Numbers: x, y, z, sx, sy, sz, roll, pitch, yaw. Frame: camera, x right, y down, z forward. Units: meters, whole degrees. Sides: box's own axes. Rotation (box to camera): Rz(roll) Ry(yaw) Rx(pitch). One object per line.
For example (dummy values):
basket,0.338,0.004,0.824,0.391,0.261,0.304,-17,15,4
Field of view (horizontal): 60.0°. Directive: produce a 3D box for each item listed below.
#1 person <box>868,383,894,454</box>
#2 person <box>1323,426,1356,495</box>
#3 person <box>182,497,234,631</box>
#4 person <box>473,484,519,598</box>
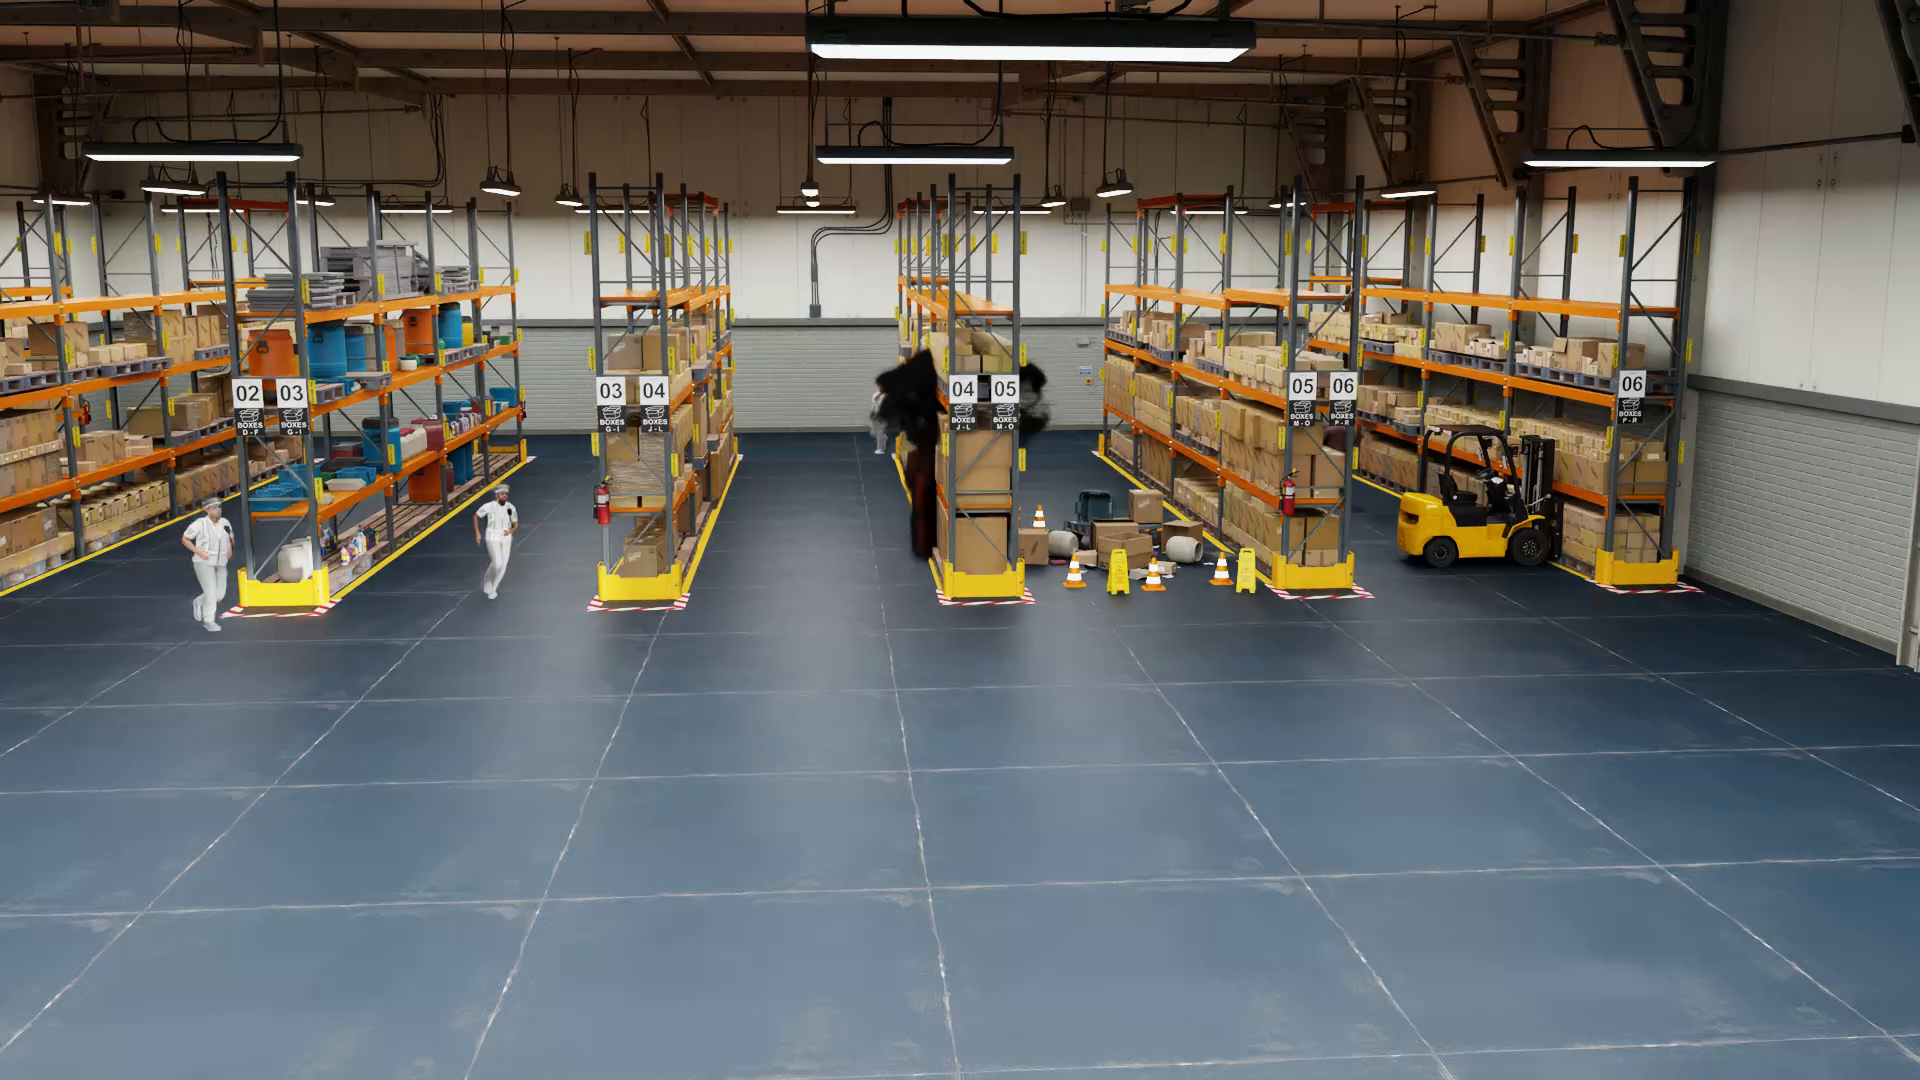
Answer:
person,-1.914,-2.969,40.501,0.727,1.728,0.672,7,12,35
person,7.403,-1.626,32.823,0.711,1.750,0.885,-3,10,-15
person,-9.974,0.288,22.156,0.697,1.740,0.705,7,12,36
person,-6.624,0.020,23.927,0.579,1.662,0.538,-8,13,-38
